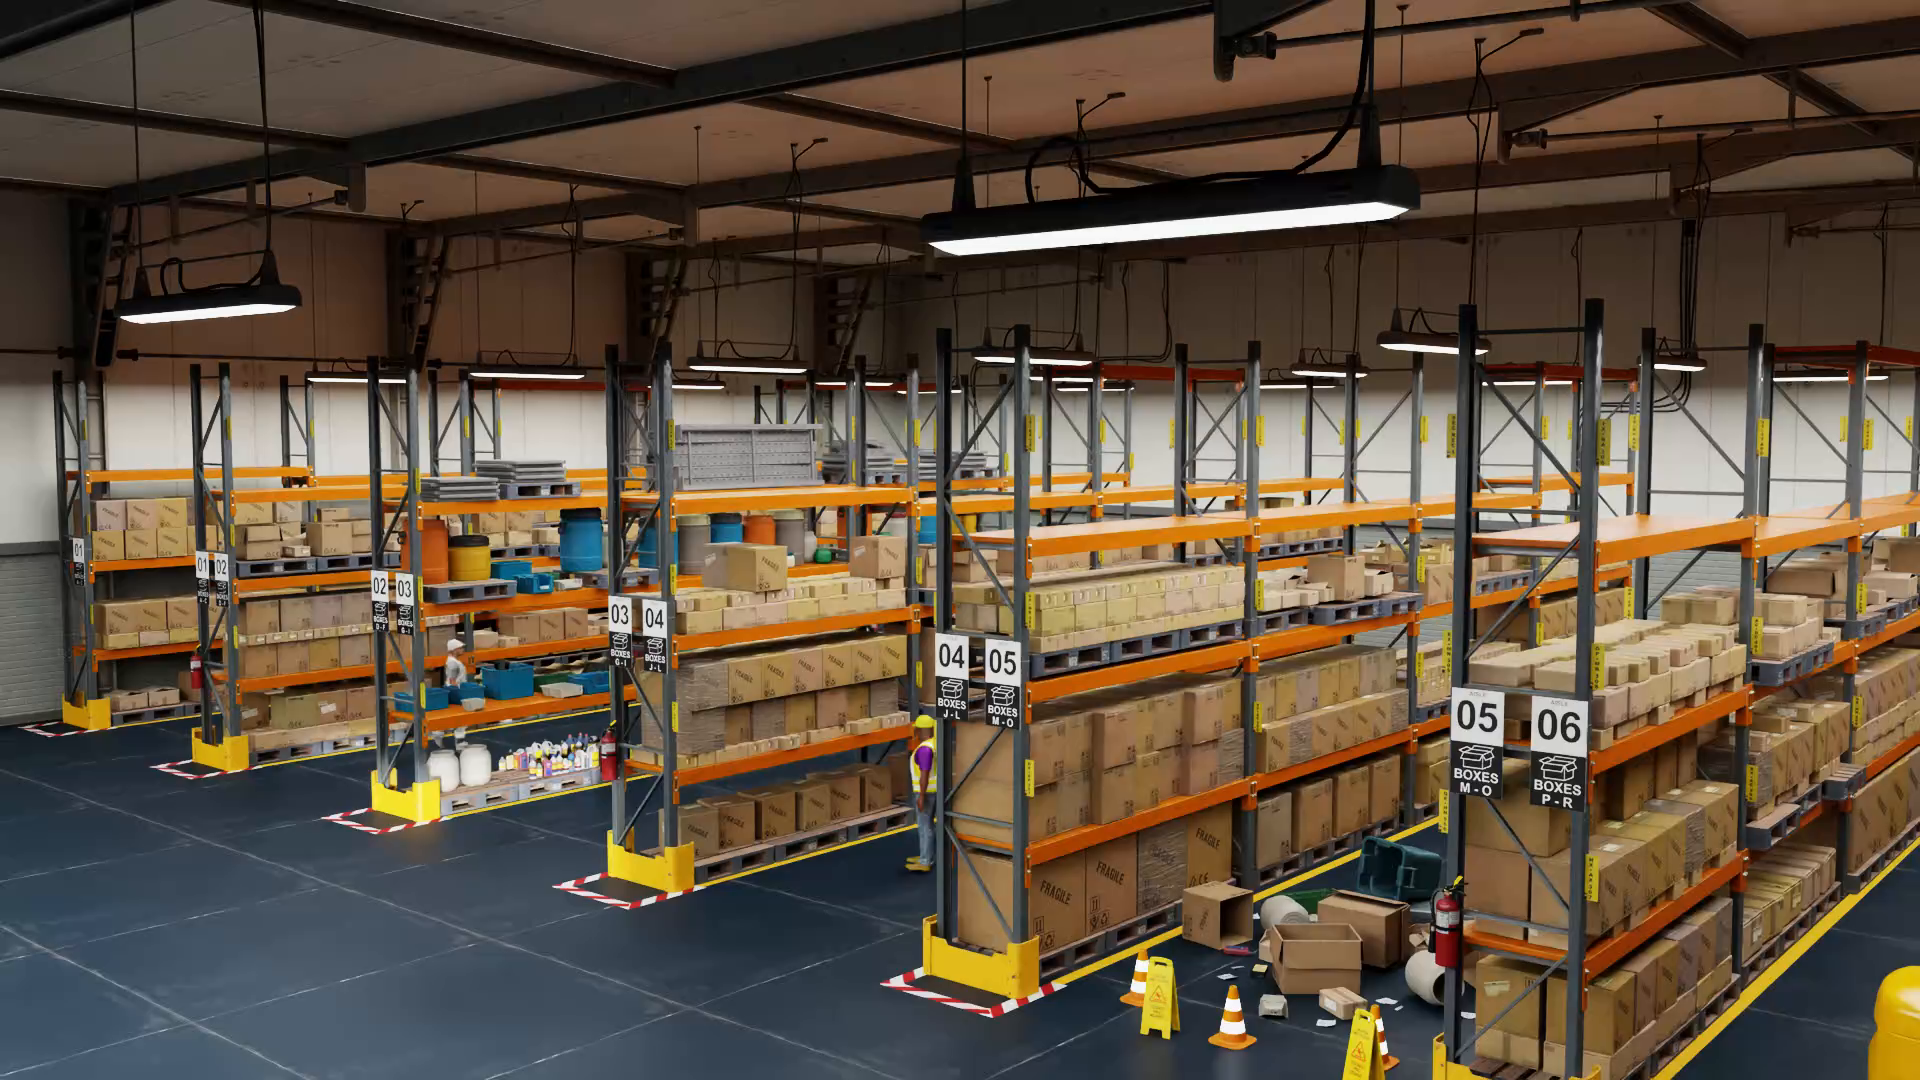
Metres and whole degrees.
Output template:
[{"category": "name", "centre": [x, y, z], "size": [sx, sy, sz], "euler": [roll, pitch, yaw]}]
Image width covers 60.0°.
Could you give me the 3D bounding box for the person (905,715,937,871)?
[{"category": "person", "centre": [-0.425, 2.889, 19.156], "size": [0.431, 1.770, 0.616], "euler": [1, 4, 10]}]

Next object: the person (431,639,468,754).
[{"category": "person", "centre": [-7.825, 2.411, 25.676], "size": [0.669, 1.781, 0.554], "euler": [-1, 4, -19]}]

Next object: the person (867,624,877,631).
[{"category": "person", "centre": [-1.731, 1.928, 31.820], "size": [0.570, 1.657, 0.488], "euler": [1, 4, 16]}]
